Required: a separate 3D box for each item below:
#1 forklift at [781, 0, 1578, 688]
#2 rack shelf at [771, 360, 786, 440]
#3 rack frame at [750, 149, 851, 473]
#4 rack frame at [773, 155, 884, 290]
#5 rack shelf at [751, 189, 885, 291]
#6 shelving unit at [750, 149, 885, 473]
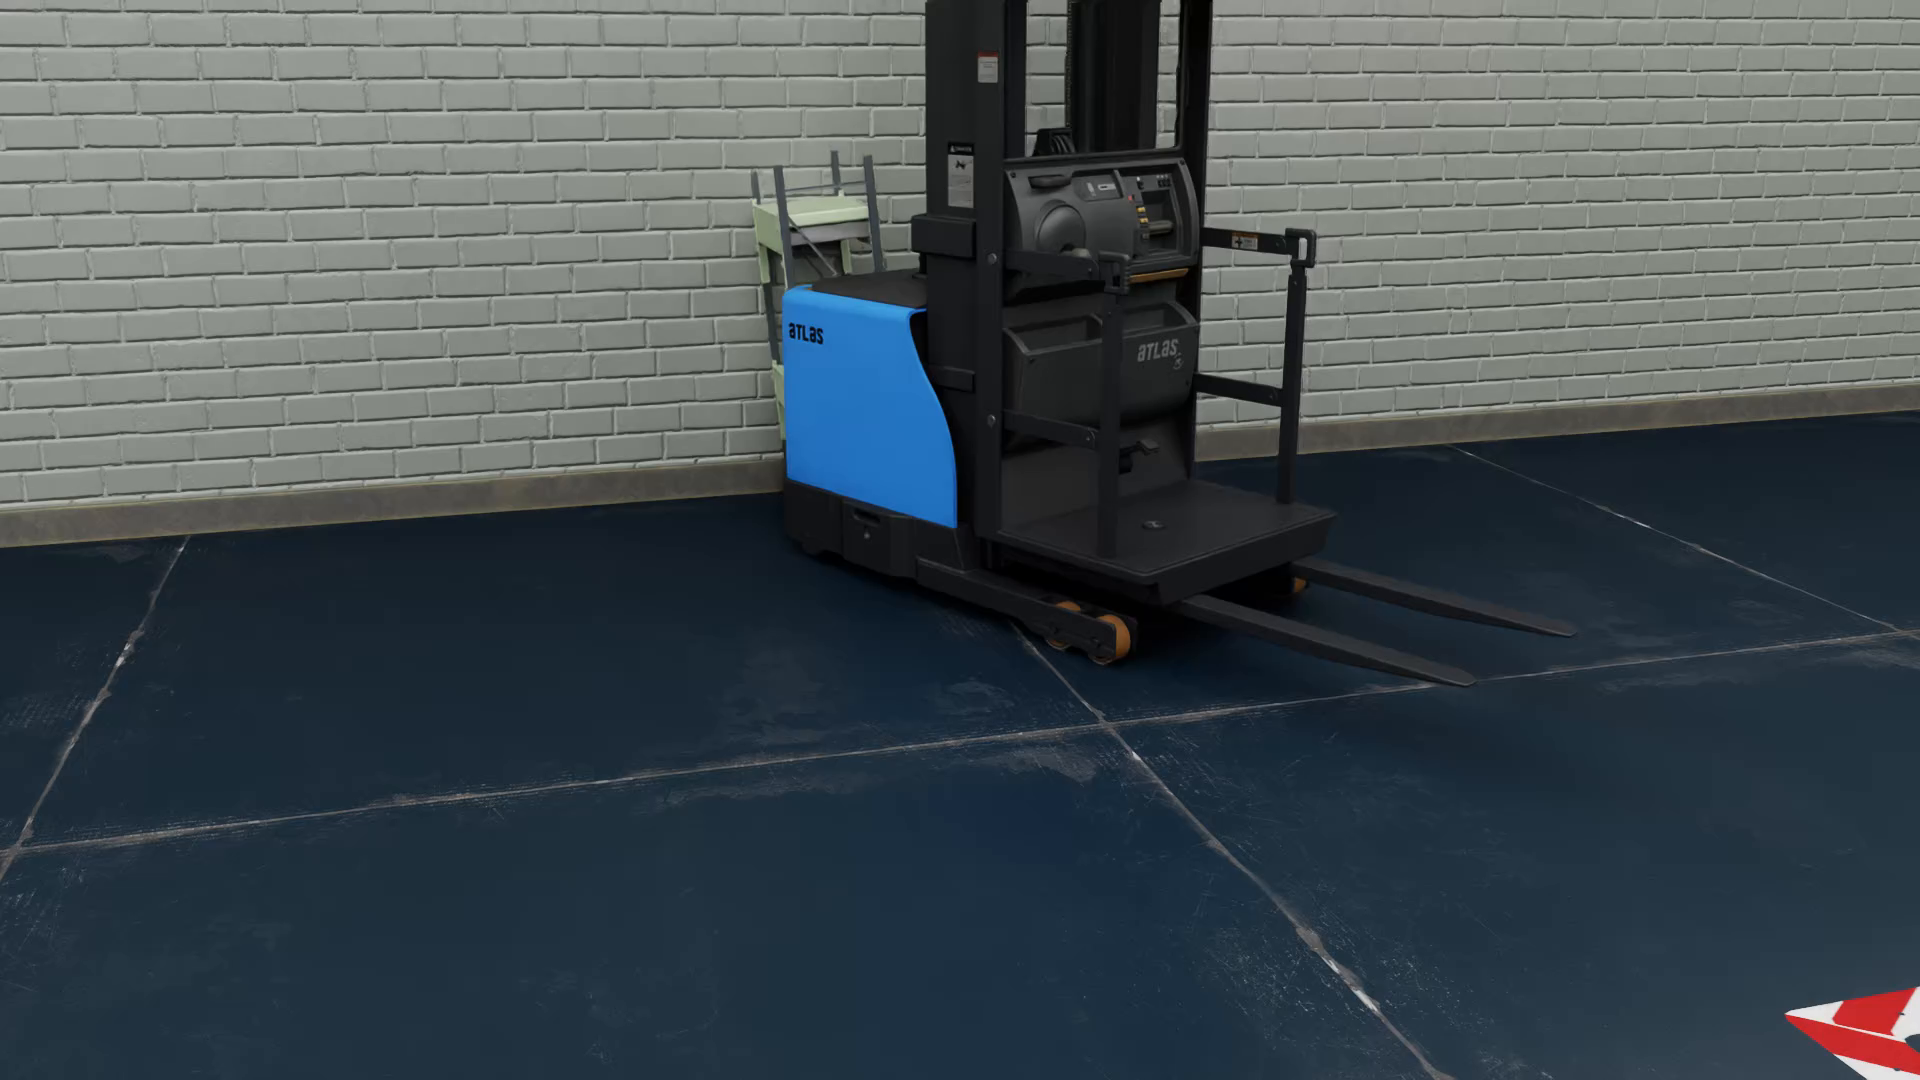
[{"bbox_3d":[0.661,-1.153,5.695,1.130,2.935,3.031,-15,22,-41],"label":"forklift"},{"bbox_3d":[-0.546,-0.579,7.281,0.431,0.370,0.720,-9,17,-13],"label":"rack shelf"},{"bbox_3d":[-0.670,-0.982,7.530,0.400,1.500,0.023,-9,17,-13],"label":"rack frame"},{"bbox_3d":[-0.481,-0.799,6.847,0.400,1.500,0.023,-9,17,-13],"label":"rack frame"},{"bbox_3d":[-0.611,-1.263,7.078,0.431,0.370,0.720,-9,17,-13],"label":"rack shelf"},{"bbox_3d":[-0.575,-0.891,7.189,0.431,1.500,0.755,-9,17,-13],"label":"shelving unit"}]
